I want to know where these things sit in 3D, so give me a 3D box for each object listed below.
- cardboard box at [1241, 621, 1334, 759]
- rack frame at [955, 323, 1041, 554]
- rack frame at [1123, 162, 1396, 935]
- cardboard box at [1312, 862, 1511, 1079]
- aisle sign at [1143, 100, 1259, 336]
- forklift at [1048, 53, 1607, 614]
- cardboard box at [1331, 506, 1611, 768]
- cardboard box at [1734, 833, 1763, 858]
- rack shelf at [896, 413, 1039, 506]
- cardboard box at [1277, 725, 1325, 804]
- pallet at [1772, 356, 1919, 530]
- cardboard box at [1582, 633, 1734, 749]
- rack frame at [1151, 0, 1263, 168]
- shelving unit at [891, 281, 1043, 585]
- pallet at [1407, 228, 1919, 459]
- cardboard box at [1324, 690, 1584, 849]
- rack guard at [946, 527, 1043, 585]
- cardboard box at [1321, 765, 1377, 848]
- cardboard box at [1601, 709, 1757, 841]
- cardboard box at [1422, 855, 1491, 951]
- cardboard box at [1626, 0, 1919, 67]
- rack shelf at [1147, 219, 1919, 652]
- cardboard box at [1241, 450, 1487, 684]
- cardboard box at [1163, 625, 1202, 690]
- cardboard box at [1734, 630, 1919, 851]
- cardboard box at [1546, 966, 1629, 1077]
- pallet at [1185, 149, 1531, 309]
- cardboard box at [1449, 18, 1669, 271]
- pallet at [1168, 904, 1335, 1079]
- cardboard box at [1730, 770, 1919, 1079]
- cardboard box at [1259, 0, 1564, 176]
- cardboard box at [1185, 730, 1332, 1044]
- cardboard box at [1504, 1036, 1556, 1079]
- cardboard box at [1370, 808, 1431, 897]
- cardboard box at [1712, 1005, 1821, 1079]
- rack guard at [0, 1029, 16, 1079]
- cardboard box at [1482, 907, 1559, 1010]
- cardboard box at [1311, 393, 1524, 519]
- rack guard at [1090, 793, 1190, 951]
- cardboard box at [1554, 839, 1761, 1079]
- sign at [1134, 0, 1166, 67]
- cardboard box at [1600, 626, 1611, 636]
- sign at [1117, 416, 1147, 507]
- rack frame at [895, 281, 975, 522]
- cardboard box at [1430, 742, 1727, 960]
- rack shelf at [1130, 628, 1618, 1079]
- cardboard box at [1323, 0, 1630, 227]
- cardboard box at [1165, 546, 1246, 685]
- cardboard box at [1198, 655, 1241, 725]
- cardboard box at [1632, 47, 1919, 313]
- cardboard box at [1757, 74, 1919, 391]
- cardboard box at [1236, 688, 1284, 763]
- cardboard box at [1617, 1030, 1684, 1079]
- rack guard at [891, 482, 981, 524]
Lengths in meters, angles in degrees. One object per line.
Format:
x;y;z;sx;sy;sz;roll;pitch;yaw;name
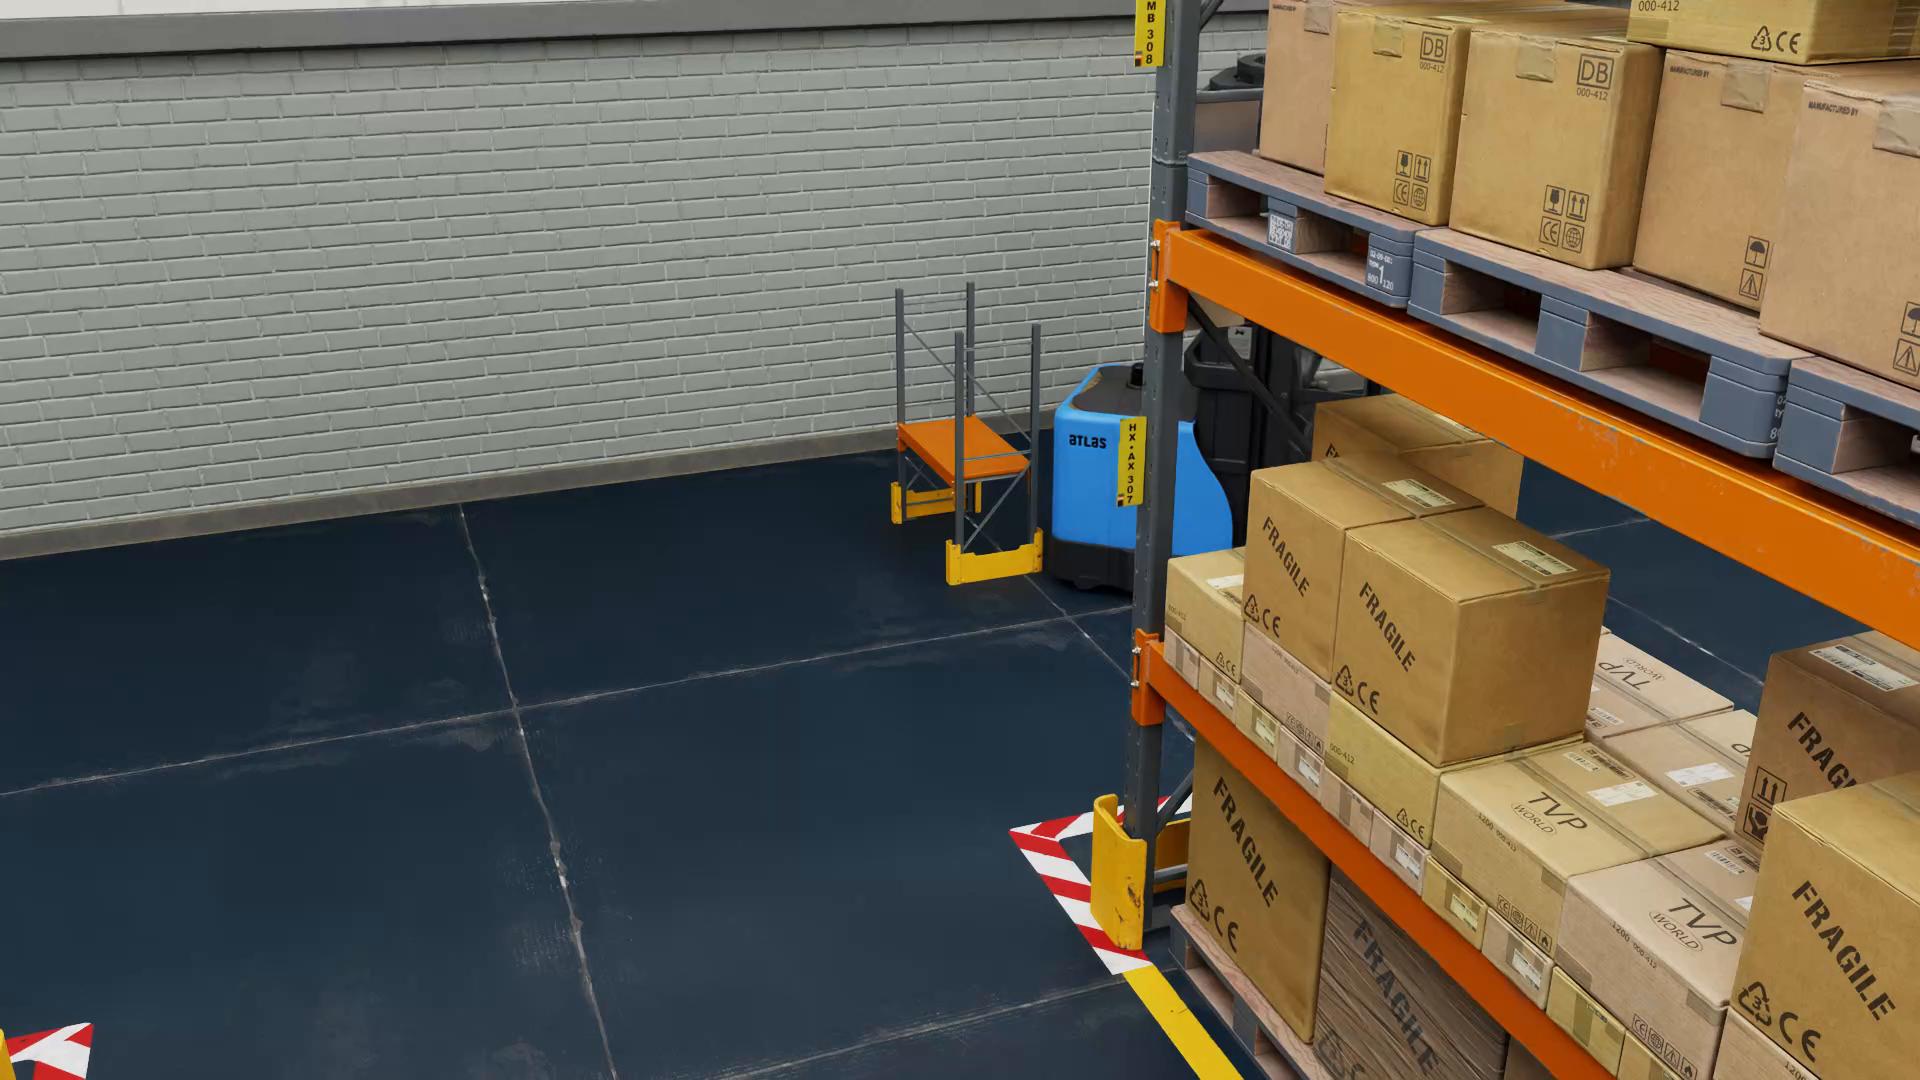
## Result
1.228;0.420;5.202;0.500;0.250;0.500;-9;24;-20;cardboard box
0.210;-0.475;9.447;0.500;1.500;0.032;-8;24;-19;rack frame
1.122;0.089;6.178;1.000;3.000;0.127;-8;24;-19;rack frame
1.744;1.426;5.199;0.875;0.875;0.875;-8;24;-19;cardboard box
0.815;-1.094;5.637;0.394;0.787;0.004;-8;24;-19;aisle sign
2.086;-1.074;9.024;3.031;2.935;1.130;8;24;17;forklift
1.404;0.256;4.626;0.500;0.500;0.500;-9;24;-20;cardboard box
2.254;0.898;4.066;0.500;0.250;0.500;-8;24;-18;cardboard box
0.030;-0.494;9.955;0.538;0.185;1.000;-8;24;-19;rack shelf
1.214;0.659;5.147;0.380;0.149;0.250;-9;24;-20;cardboard box
2.255;-0.098;2.873;1.003;0.211;1.213;-8;24;-19;pallet
1.900;0.530;4.942;0.500;0.250;0.500;-9;25;-21;cardboard box
1.122;-2.676;5.013;1.000;3.000;0.127;-8;24;-19;rack frame
0.027;-0.663;9.893;0.587;1.500;1.083;-8;24;-19;shelving unit
1.828;-0.541;3.923;1.003;0.211;1.213;-8;24;-19;pallet
1.402;0.603;4.767;0.500;0.250;0.500;-9;25;-21;cardboard box
0.203;0.093;9.706;0.587;0.250;0.087;-8;24;-19;rack guard
1.303;0.752;4.928;0.380;0.149;0.250;-9;24;-20;cardboard box
2.087;0.718;4.494;0.500;0.250;0.500;-8;24;-19;cardboard box
1.483;0.937;4.488;0.380;0.149;0.250;-9;24;-20;cardboard box
1.826;-1.190;3.585;0.500;0.250;0.500;-9;25;-21;cardboard box
1.828;-0.236;4.011;1.077;0.370;4.000;-8;24;-19;rack shelf
1.215;0.068;5.071;0.500;0.500;0.500;-9;24;-20;cardboard box
0.938;0.379;5.813;0.380;0.149;0.250;-8;24;-18;cardboard box
2.250;0.551;3.926;0.500;0.500;0.500;-9;25;-21;cardboard box
1.666;1.125;4.042;0.380;0.149;0.250;-9;24;-20;cardboard box
1.393;-0.985;4.976;1.003;0.211;1.213;-8;24;-19;pallet
1.669;-0.996;4.090;0.700;0.500;0.500;-10;25;-23;cardboard box
1.477;1.653;6.056;1.003;0.211;1.213;-8;24;-19;pallet
1.949;0.815;3.298;0.500;0.500;0.500;-8;24;-18;cardboard box
1.355;-1.398;5.044;0.700;0.500;0.500;-10;25;-22;cardboard box
1.422;1.096;5.983;0.875;0.875;0.875;-8;24;-19;cardboard box
2.058;1.750;4.432;0.875;0.875;0.875;-8;24;-19;cardboard box
1.395;0.845;4.706;0.380;0.149;0.250;-9;24;-20;cardboard box
1.948;1.162;3.441;0.500;0.250;0.500;-8;24;-17;cardboard box
-3.533;1.913;5.068;1.175;0.500;0.348;-8;24;-19;rack guard
1.577;1.032;4.262;0.380;0.149;0.250;-8;24;-18;cardboard box
1.539;-0.184;5.669;0.500;0.500;0.500;-8;24;-18;cardboard box
1.113;1.232;6.684;1.175;0.500;0.348;-8;24;-19;rack guard
1.767;0.976;3.881;0.500;0.250;0.500;-8;24;-18;cardboard box
0.600;-1.659;5.235;0.100;0.325;0.005;-8;24;-19;sign
1.720;0.345;5.380;0.500;0.250;0.500;-9;24;-20;cardboard box
0.600;-0.273;5.819;0.100;0.325;0.005;-8;24;-19;sign
-0.149;-0.845;10.323;0.500;1.500;0.032;-8;24;-19;rack frame
1.592;0.792;4.319;0.500;0.250;0.500;-9;24;-20;cardboard box
1.828;1.147;4.593;1.077;0.370;4.000;-8;24;-19;rack shelf
1.441;-1.177;4.520;0.700;0.500;0.500;-9;25;-21;cardboard box
1.038;0.232;5.648;0.500;0.250;0.500;-9;24;-20;cardboard box
1.030;0.472;5.593;0.380;0.149;0.250;-9;24;-20;cardboard box
1.964;-0.808;3.644;0.700;0.500;0.500;-7;24;-17;cardboard box
2.016;-0.598;3.147;0.700;0.500;0.500;-7;24;-16;cardboard box
1.121;0.565;5.372;0.380;0.149;0.250;-9;24;-20;cardboard box
1.756;1.218;3.822;0.380;0.149;0.250;-8;24;-18;cardboard box
-0.149;-0.268;10.565;0.587;0.250;0.087;-8;24;-19;rack guard
